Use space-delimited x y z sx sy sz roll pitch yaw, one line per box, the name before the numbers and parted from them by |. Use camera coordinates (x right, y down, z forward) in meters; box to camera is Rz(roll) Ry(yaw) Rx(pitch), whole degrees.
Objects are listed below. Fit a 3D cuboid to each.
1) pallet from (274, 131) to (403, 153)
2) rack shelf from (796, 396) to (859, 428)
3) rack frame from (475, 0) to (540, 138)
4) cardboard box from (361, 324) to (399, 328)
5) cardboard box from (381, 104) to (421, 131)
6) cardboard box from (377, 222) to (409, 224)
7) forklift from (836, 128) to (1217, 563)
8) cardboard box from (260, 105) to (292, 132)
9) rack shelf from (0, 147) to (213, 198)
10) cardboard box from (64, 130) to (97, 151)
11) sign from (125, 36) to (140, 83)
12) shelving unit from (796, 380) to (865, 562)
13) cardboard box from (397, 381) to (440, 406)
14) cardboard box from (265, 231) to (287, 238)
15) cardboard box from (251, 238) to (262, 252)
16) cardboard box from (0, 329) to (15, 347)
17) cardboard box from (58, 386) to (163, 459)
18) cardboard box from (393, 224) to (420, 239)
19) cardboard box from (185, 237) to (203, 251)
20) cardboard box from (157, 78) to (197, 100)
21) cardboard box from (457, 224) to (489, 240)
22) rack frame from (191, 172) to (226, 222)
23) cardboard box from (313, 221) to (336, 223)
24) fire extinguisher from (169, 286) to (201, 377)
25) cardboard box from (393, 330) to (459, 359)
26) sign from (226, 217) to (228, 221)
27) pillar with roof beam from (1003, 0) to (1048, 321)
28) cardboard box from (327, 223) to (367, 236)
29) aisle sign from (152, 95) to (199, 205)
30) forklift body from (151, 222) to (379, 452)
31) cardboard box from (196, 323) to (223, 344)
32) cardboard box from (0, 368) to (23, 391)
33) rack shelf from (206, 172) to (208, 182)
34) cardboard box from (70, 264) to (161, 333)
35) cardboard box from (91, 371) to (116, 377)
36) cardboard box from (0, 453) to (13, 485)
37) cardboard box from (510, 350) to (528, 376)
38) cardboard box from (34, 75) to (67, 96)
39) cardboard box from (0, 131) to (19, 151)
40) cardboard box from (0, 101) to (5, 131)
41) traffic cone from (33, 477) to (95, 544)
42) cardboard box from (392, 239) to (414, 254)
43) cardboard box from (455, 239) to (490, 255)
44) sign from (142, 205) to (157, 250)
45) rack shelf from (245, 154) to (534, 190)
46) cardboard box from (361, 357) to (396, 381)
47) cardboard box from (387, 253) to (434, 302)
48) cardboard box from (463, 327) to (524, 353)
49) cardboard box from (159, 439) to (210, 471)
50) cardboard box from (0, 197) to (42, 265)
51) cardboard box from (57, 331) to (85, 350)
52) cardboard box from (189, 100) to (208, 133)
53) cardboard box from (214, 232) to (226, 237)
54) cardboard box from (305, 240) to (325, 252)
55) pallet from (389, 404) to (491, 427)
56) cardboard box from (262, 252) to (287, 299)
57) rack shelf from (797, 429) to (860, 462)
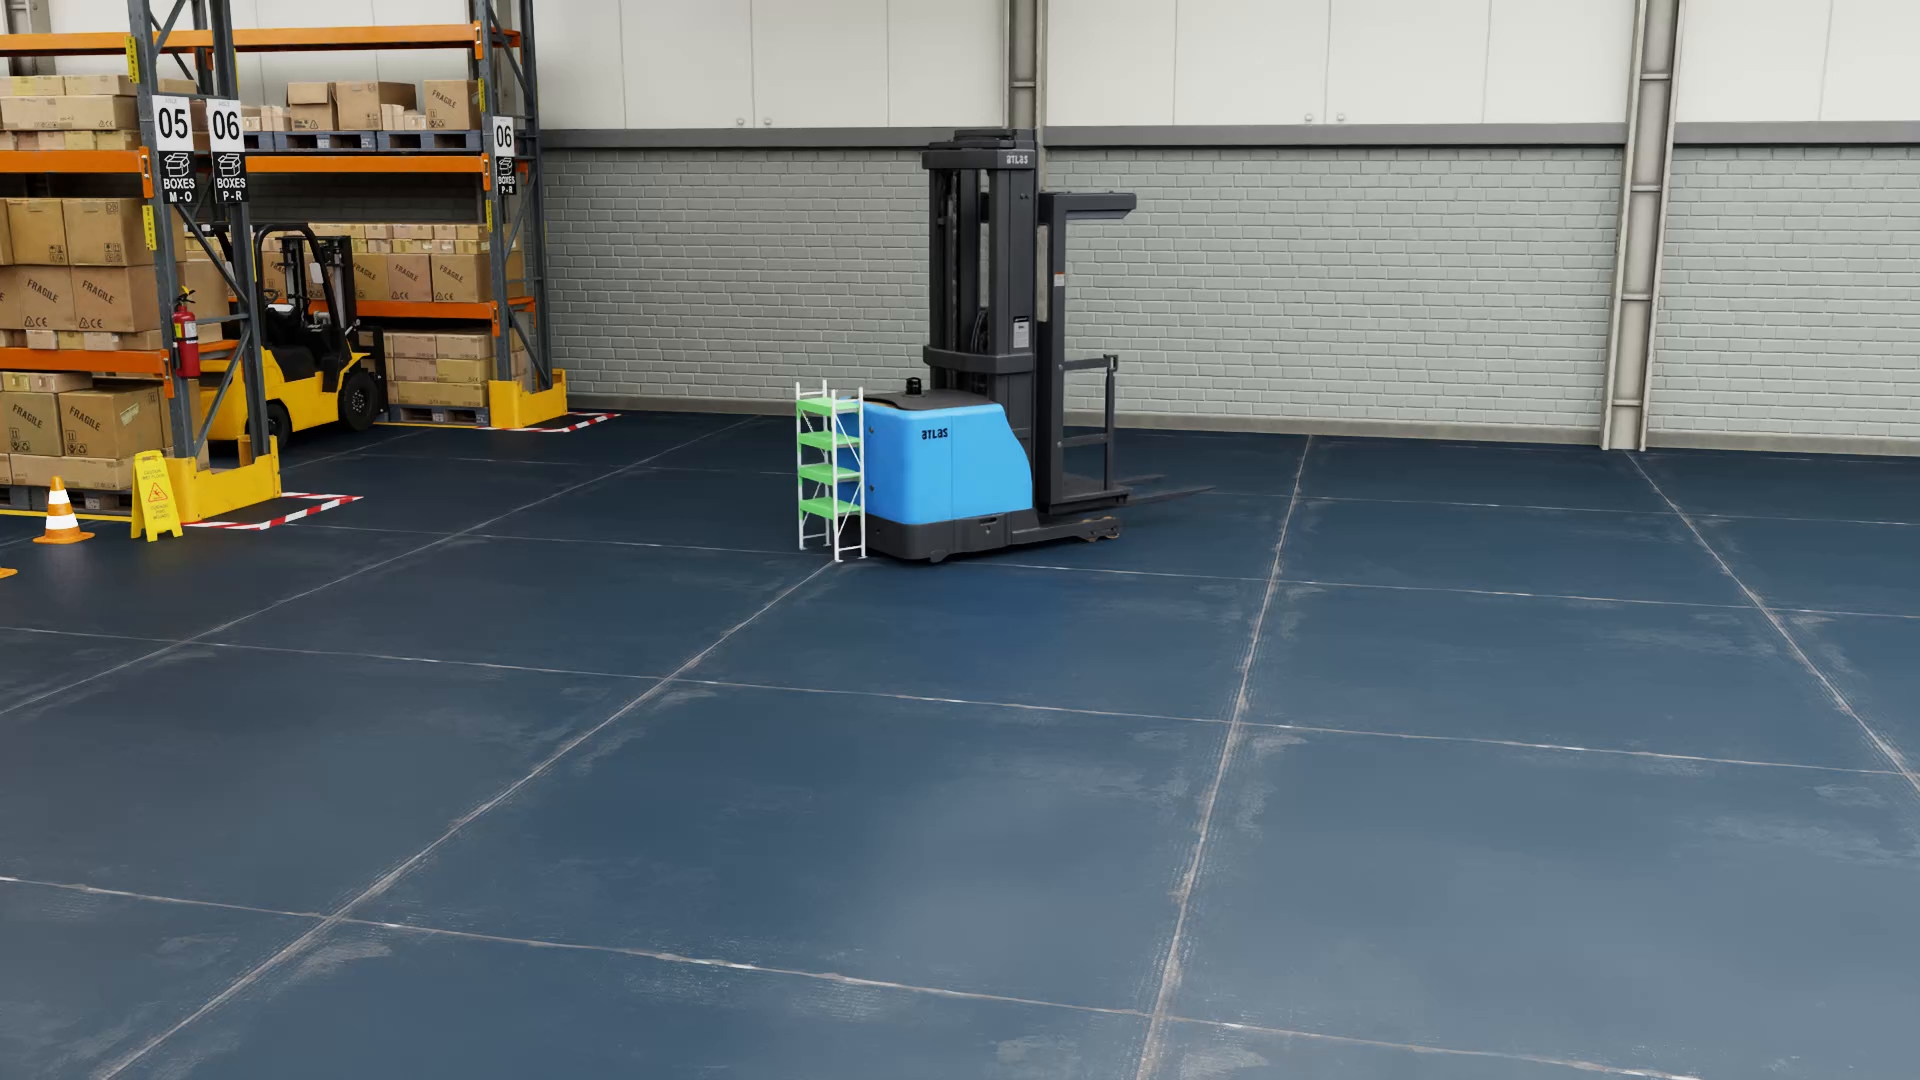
pallet | -6.569 -4.292 17.935 1.213 0.211 1.003 3 13 14
rack shelf | -0.911 -0.896 11.580 0.258 0.148 0.480 -9 15 -34
rack frame | -4.700 -5.695 17.127 0.127 3.000 1.000 3 13 14
cardboard box | -6.586 -2.263 18.580 0.500 0.250 0.500 3 13 12
cardboard box | -5.824 -4.411 17.375 0.258 0.266 0.396 3 13 14
cardboard box | -6.211 -3.429 18.351 0.250 0.149 0.380 3 13 12
forklift | 0.590 -1.500 12.227 3.031 2.935 1.130 -9 15 -34
cardboard box | -7.216 -4.486 17.711 0.258 0.266 0.396 3 13 12
rack shelf | -7.828 -2.939 13.292 4.000 0.370 1.077 3 13 14
cardboard box | -6.549 -3.030 12.619 0.250 0.149 0.380 3 13 14
sign | -6.038 -3.503 12.129 0.005 0.325 0.100 3 13 14
shelving unit | -0.909 -0.490 11.671 0.258 1.200 0.503 -9 15 -34
cardboard box | -5.713 -1.615 17.965 0.500 0.250 0.500 3 13 14
cardboard box | -7.336 -3.357 18.024 0.250 0.149 0.380 3 13 13
cardboard box | -7.604 -3.218 18.086 0.250 0.149 0.380 3 13 15
cardboard box | -7.559 -1.626 13.216 0.250 0.149 0.380 3 13 13
cardboard box | -6.726 -0.938 13.182 0.500 0.500 0.500 3 13 14
cardboard box | -5.830 -3.294 17.740 0.250 0.149 0.380 3 13 14
cardboard box | -8.337 -3.267 18.307 0.250 0.149 0.380 3 13 13
cardboard box | -6.182 -3.515 12.963 0.250 0.149 0.380 3 13 13
cardboard box | -5.098 -3.251 17.547 0.250 0.149 0.380 3 13 14
rack frame | -8.584 -2.974 18.712 0.127 3.000 1.000 3 13 14
cardboard box | -6.966 -3.458 18.481 0.250 0.149 0.380 3 13 13
fire extinguisher | -5.885 -1.582 12.616 0.183 0.674 0.296 3 13 14
cardboard box | -5.719 -2.101 17.847 0.500 0.250 0.500 3 13 15
sign | -8.452 -3.552 19.136 0.005 0.325 0.100 3 13 14
pillar with roof beam | -0.367 -4.704 12.660 0.400 9.000 9.100 3 13 14
cardboard box | -6.589 -3.330 17.901 0.250 0.149 0.380 3 13 14
aisle sign | -5.895 -2.927 12.500 0.004 0.787 0.394 3 13 14
forklift body | -6.978 -2.067 16.583 1.214 2.155 2.313 3 13 14
cardboard box | -6.166 -1.661 13.374 0.250 0.149 0.380 3 13 14
cardboard box | -7.597 -1.287 13.259 0.250 0.149 0.380 4 13 16
rack shelf | -10.525 -4.191 18.933 4.000 0.370 1.077 3 13 14
cardboard box | -6.479 -1.887 12.894 0.500 0.500 0.500 3 13 13
cardboard box | -9.845 -2.086 19.224 0.625 0.625 0.875 3 13 13
cardboard box | -7.746 -0.625 13.503 0.500 0.250 0.500 3 13 12
cardboard box | -5.107 -1.941 18.282 0.500 0.250 0.500 3 13 15
cardboard box | -6.778 -3.440 12.625 0.250 0.149 0.380 3 13 13
cardboard box | -7.282 -3.081 12.849 0.250 0.149 0.380 3 13 13
cardboard box | -7.440 -3.281 12.830 0.500 0.250 0.500 3 13 15
traffic cone | -6.612 -0.235 12.224 0.334 0.463 0.336 3 13 14
cardboard box | -5.834 -3.139 17.730 0.250 0.149 0.380 3 13 13
cardboard box | -5.104 -3.091 17.511 0.250 0.149 0.380 3 13 14
sign | -6.038 -2.326 12.390 0.005 0.325 0.100 3 13 14
rack shelf | -6.642 -3.983 17.998 4.000 0.370 1.077 3 13 14
cardboard box | -6.238 -1.883 18.021 0.500 0.250 0.500 3 13 12
cardboard box | -5.742 -2.814 17.762 0.500 0.500 0.500 3 13 15
cardboard box | -5.122 -2.182 18.213 0.500 0.250 0.500 3 13 13
cardboard box | -6.603 -0.685 13.774 0.500 0.250 0.500 3 13 13
cardboard box | -7.444 -2.418 12.980 0.500 0.500 0.700 3 13 13
cardboard box | -6.817 -1.582 13.017 0.250 0.149 0.380 3 13 13
cardboard box | -6.310 -3.341 13.100 0.500 0.250 0.500 3 13 13
cardboard box | -8.065 -3.415 18.284 0.250 0.149 0.380 3 13 14
cardboard box | -6.841 -3.183 17.927 0.250 0.149 0.380 3 13 12
pallet | -5.453 -1.436 18.218 1.213 0.211 1.003 3 13 14
cardboard box | -7.214 -2.895 18.127 0.500 0.500 0.500 3 13 13
rack shelf | -0.910 -0.662 11.632 0.258 0.148 0.480 -9 15 -34
